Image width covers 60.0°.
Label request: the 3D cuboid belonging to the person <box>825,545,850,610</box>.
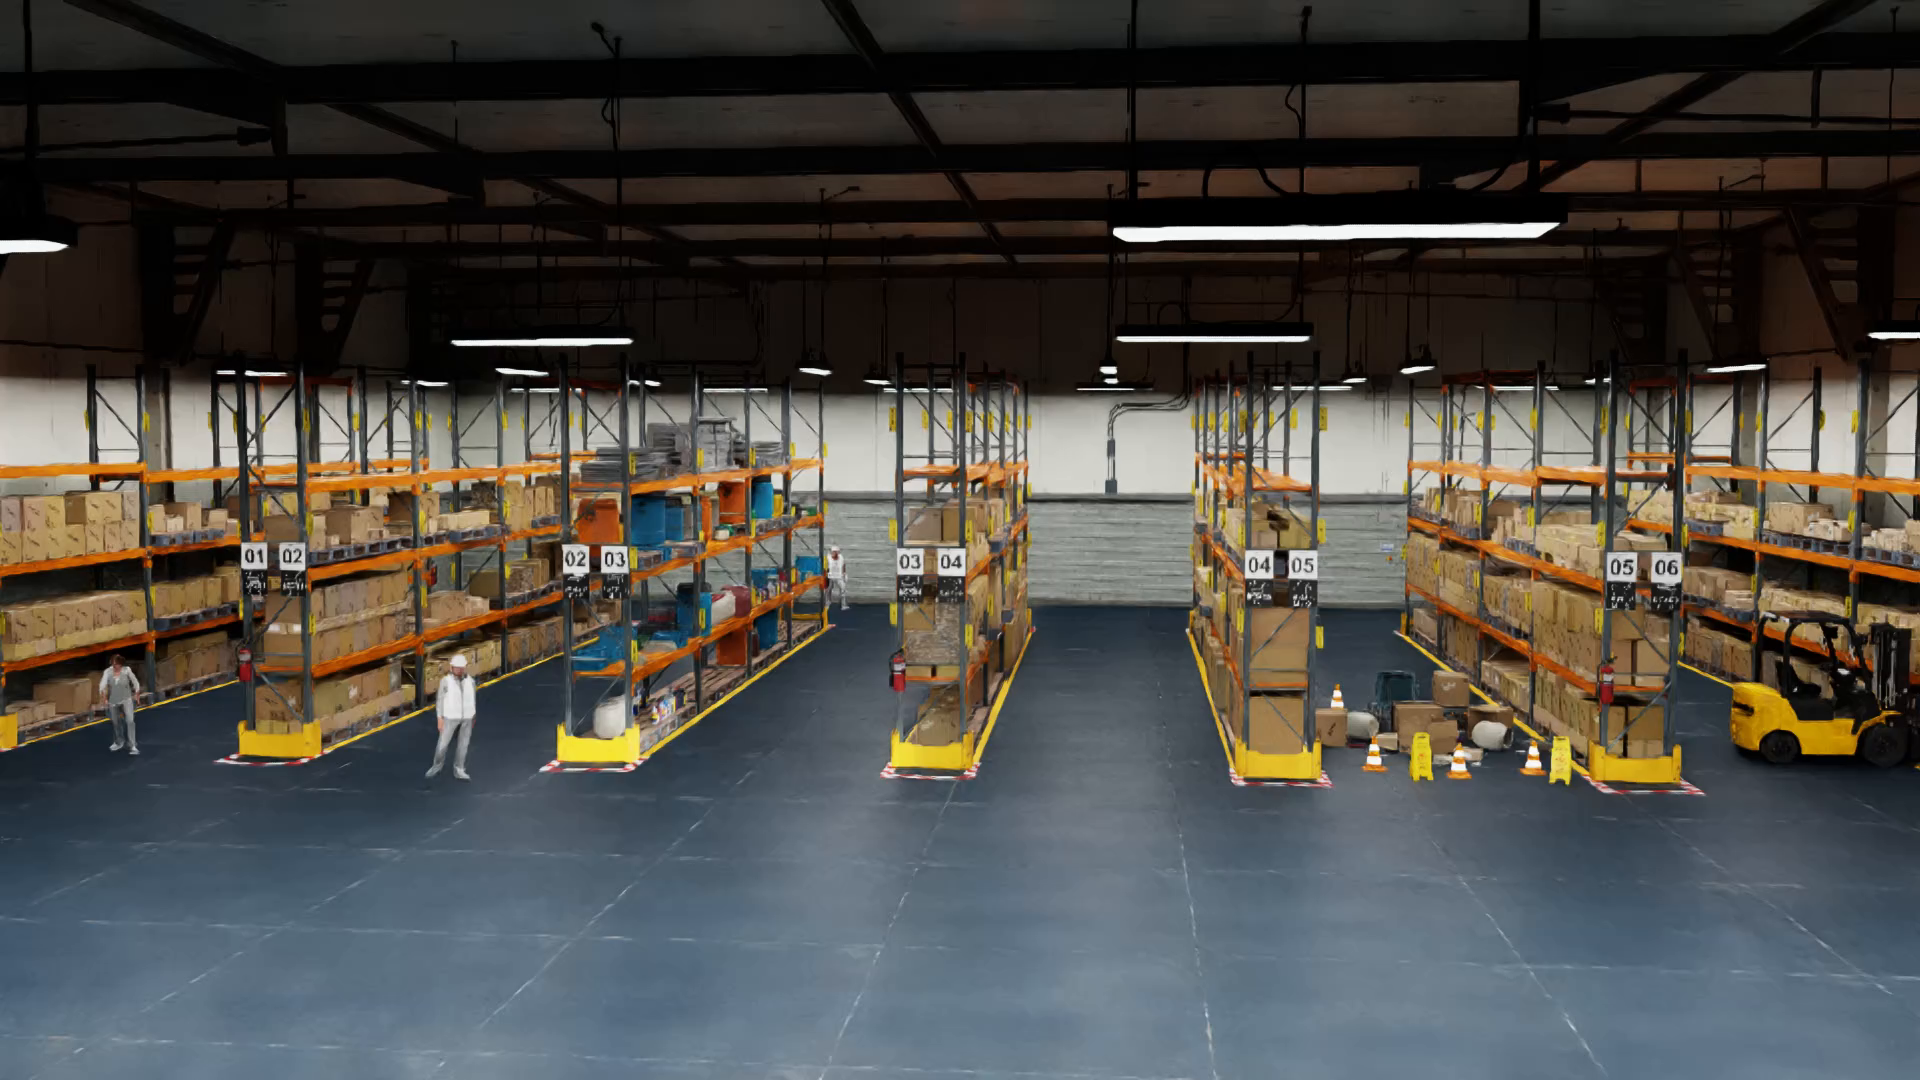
[{"bbox_3d":[-3.327,0.991,44.286,0.701,1.718,0.849,-1,4,-11],"label":"person"}]

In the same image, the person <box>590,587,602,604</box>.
[{"bbox_3d":[-9.573,1.077,43.891,0.639,1.632,0.512,0,4,4],"label":"person"}]

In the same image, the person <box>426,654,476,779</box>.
[{"bbox_3d":[-7.106,2.466,23.230,0.690,1.761,0.515,-3,5,-35],"label":"person"}]

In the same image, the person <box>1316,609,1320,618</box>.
[{"bbox_3d":[8.835,1.133,42.240,0.581,1.740,0.584,4,5,41],"label":"person"}]

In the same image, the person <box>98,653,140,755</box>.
[{"bbox_3d":[-12.639,2.446,25.072,0.569,1.530,0.774,-1,4,-13],"label":"person"}]
